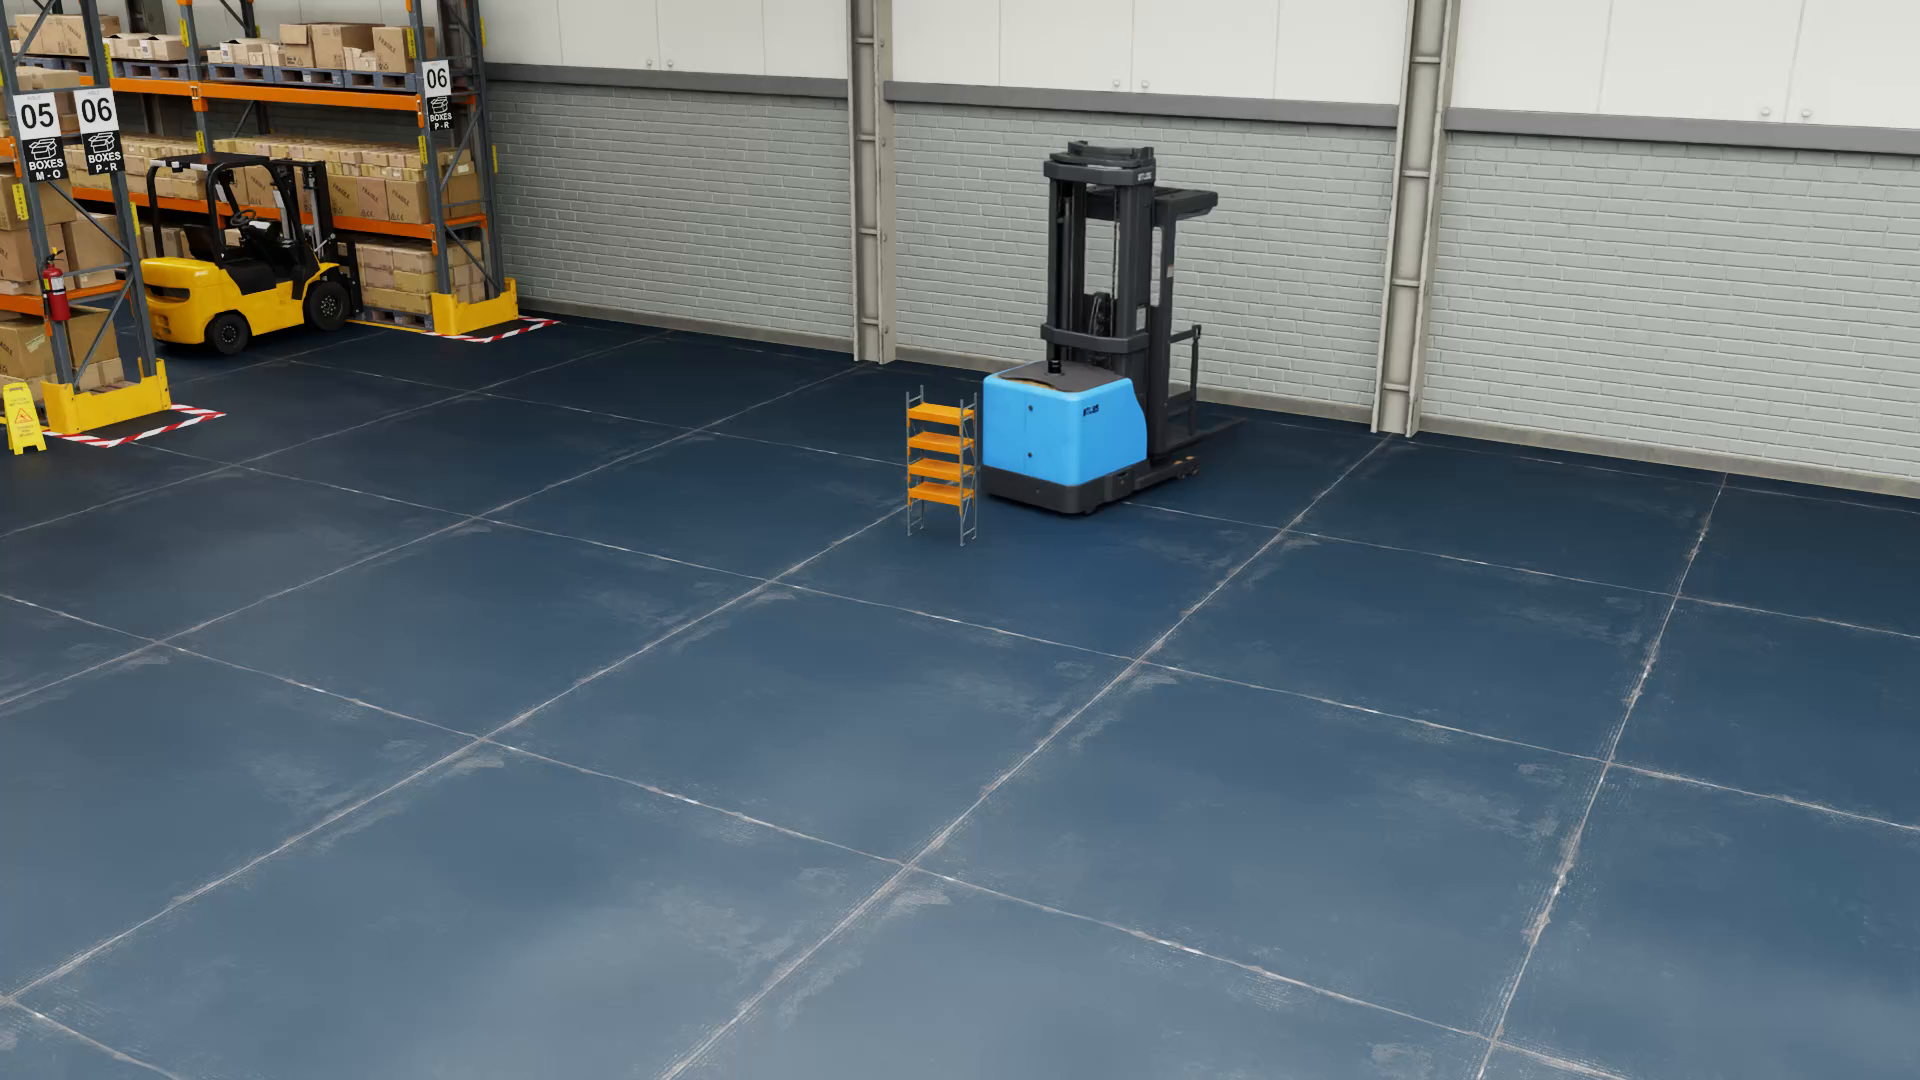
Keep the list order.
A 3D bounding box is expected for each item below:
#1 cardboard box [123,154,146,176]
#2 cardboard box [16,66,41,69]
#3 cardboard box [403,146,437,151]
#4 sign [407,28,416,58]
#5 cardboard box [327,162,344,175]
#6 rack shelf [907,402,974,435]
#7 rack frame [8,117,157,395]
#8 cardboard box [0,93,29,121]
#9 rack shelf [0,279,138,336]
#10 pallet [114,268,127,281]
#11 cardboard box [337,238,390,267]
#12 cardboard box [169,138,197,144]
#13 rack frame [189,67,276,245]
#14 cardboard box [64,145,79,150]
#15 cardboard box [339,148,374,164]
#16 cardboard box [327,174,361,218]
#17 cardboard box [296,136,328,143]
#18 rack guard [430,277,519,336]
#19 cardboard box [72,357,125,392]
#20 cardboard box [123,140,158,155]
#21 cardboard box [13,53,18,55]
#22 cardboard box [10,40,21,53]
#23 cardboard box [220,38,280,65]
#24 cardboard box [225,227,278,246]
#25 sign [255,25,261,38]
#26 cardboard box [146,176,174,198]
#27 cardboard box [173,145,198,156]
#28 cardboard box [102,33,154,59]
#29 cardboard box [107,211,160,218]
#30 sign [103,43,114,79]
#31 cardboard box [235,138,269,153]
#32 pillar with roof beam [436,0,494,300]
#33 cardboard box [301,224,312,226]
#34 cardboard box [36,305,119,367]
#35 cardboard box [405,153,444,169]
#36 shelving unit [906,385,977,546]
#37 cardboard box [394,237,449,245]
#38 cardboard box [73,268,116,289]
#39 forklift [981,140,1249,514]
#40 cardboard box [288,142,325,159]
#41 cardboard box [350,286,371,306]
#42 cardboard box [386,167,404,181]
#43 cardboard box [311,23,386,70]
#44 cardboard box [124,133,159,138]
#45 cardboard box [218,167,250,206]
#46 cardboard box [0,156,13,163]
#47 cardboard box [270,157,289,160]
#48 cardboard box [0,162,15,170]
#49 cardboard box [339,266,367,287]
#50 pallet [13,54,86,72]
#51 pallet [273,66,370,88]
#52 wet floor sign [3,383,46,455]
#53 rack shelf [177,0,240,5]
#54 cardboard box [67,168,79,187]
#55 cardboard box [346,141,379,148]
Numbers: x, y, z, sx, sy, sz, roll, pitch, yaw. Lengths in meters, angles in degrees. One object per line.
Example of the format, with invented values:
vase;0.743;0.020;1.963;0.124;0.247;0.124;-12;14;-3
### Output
cardboard box;-10.982;-5.099;22.510;0.500;0.250;0.500;11;23;28
cardboard box;-9.268;-4.563;16.346;0.250;0.149;0.380;11;23;27
cardboard box;-6.679;-4.798;20.660;0.250;0.149;0.380;11;23;28
sign;-6.317;-5.724;19.164;0.005;0.325;0.100;11;23;27
cardboard box;-7.612;-4.626;20.621;0.250;0.149;0.380;11;23;28
rack shelf;-0.145;-0.961;13.102;0.480;0.148;0.258;11;23;27
rack frame;-8.458;-2.615;16.177;0.127;3.000;1.000;11;23;27
cardboard box;-9.036;-4.100;15.653;0.500;0.250;0.500;10;22;27
rack shelf;-10.204;-2.610;17.216;4.000;0.370;1.077;11;23;27
pallet;-11.264;-3.762;23.425;1.213;0.211;1.003;11;23;27
cardboard box;-7.489;-3.617;20.886;0.500;0.250;0.500;11;23;28
cardboard box;-10.599;-5.421;22.812;0.250;0.149;0.380;11;23;27
rack frame;-9.533;-4.759;22.086;0.127;3.000;1.000;11;23;27
cardboard box;-12.185;-5.517;23.077;0.250;0.149;0.380;11;23;28
cardboard box;-7.391;-4.723;20.454;0.250;0.149;0.380;11;23;29
cardboard box;-7.494;-4.319;20.725;0.500;0.500;0.500;10;22;26
cardboard box;-8.421;-5.171;21.686;0.250;0.149;0.380;10;22;26
rack guard;-6.020;-2.915;20.667;0.348;0.500;1.175;11;23;27
cardboard box;-9.028;-1.737;17.171;0.500;0.250;0.500;11;22;27
cardboard box;-11.069;-5.305;22.494;0.250;0.149;0.380;11;23;28
cardboard box;-13.591;-6.777;23.470;0.500;0.250;0.500;10;22;26
cardboard box;-12.869;-6.820;22.950;0.250;0.166;0.380;11;23;27
cardboard box;-8.925;-6.161;20.919;0.500;0.311;0.500;11;23;28
cardboard box;-9.264;-3.960;21.833;0.500;0.250;0.500;10;22;26
sign;-9.263;-6.615;21.929;0.005;0.325;0.100;11;23;27
cardboard box;-10.542;-4.776;22.354;0.500;0.250;0.500;11;22;27
cardboard box;-10.173;-5.139;22.036;0.250;0.149;0.380;10;22;27
cardboard box;-10.954;-6.547;21.985;0.500;0.311;0.500;10;22;25
cardboard box;-11.913;-4.291;23.663;0.625;0.625;0.875;12;23;29
sign;-8.194;-4.598;15.961;0.005;0.325;0.100;11;23;27
cardboard box;-9.118;-5.098;21.486;0.250;0.149;0.380;11;23;28
pillar with roof beam;-8.309;-6.016;16.755;0.400;9.000;9.100;11;23;27
cardboard box;-8.559;-4.030;22.026;0.500;0.250;0.500;10;22;27
cardboard box;-9.049;-2.093;17.053;0.500;0.500;0.500;10;22;26
cardboard box;-6.456;-4.582;20.065;0.250;0.149;0.380;11;23;27
shelving unit;-0.145;-0.592;13.236;0.503;1.200;0.258;11;23;27
cardboard box;-6.806;-3.687;21.081;0.500;0.250;0.500;11;23;27
cardboard box;-8.654;-2.616;16.545;0.250;0.149;0.380;11;23;28
forklift;1.525;-2.020;14.635;1.130;2.935;3.031;16;26;38
cardboard box;-8.236;-4.919;20.992;0.250;0.149;0.380;11;23;27
cardboard box;-7.467;-3.154;21.078;0.500;0.250;0.500;11;23;28
cardboard box;-6.718;-4.454;20.146;0.250;0.149;0.380;11;23;28
cardboard box;-7.391;-5.996;20.189;0.500;0.500;0.700;11;23;28
cardboard box;-11.466;-5.607;23.327;0.250;0.149;0.380;10;22;26
cardboard box;-9.273;-4.654;21.651;0.500;0.500;0.500;10;22;26
cardboard box;-13.785;-5.499;23.877;0.250;0.149;0.380;11;23;28
cardboard box;-8.507;-4.795;21.087;0.250;0.149;0.380;11;22;27
cardboard box;-9.449;-3.379;16.232;0.500;0.500;0.700;11;23;28
cardboard box;-7.512;-3.388;20.989;0.500;0.250;0.500;10;22;26
pallet;-12.389;-6.659;23.203;1.003;0.211;1.213;12;23;30
pallet;-7.715;-5.790;20.659;1.213;0.211;1.003;11;23;27
wet floor sign;-8.814;-1.159;15.613;0.267;0.644;0.232;-16;26;-38
rack shelf;-11.279;-7.386;22.171;4.000;0.370;1.077;11;23;27
cardboard box;-12.320;-5.122;23.307;0.500;0.250;0.500;10;22;26
cardboard box;-7.566;-4.971;21.135;0.250;0.149;0.380;11;23;28
